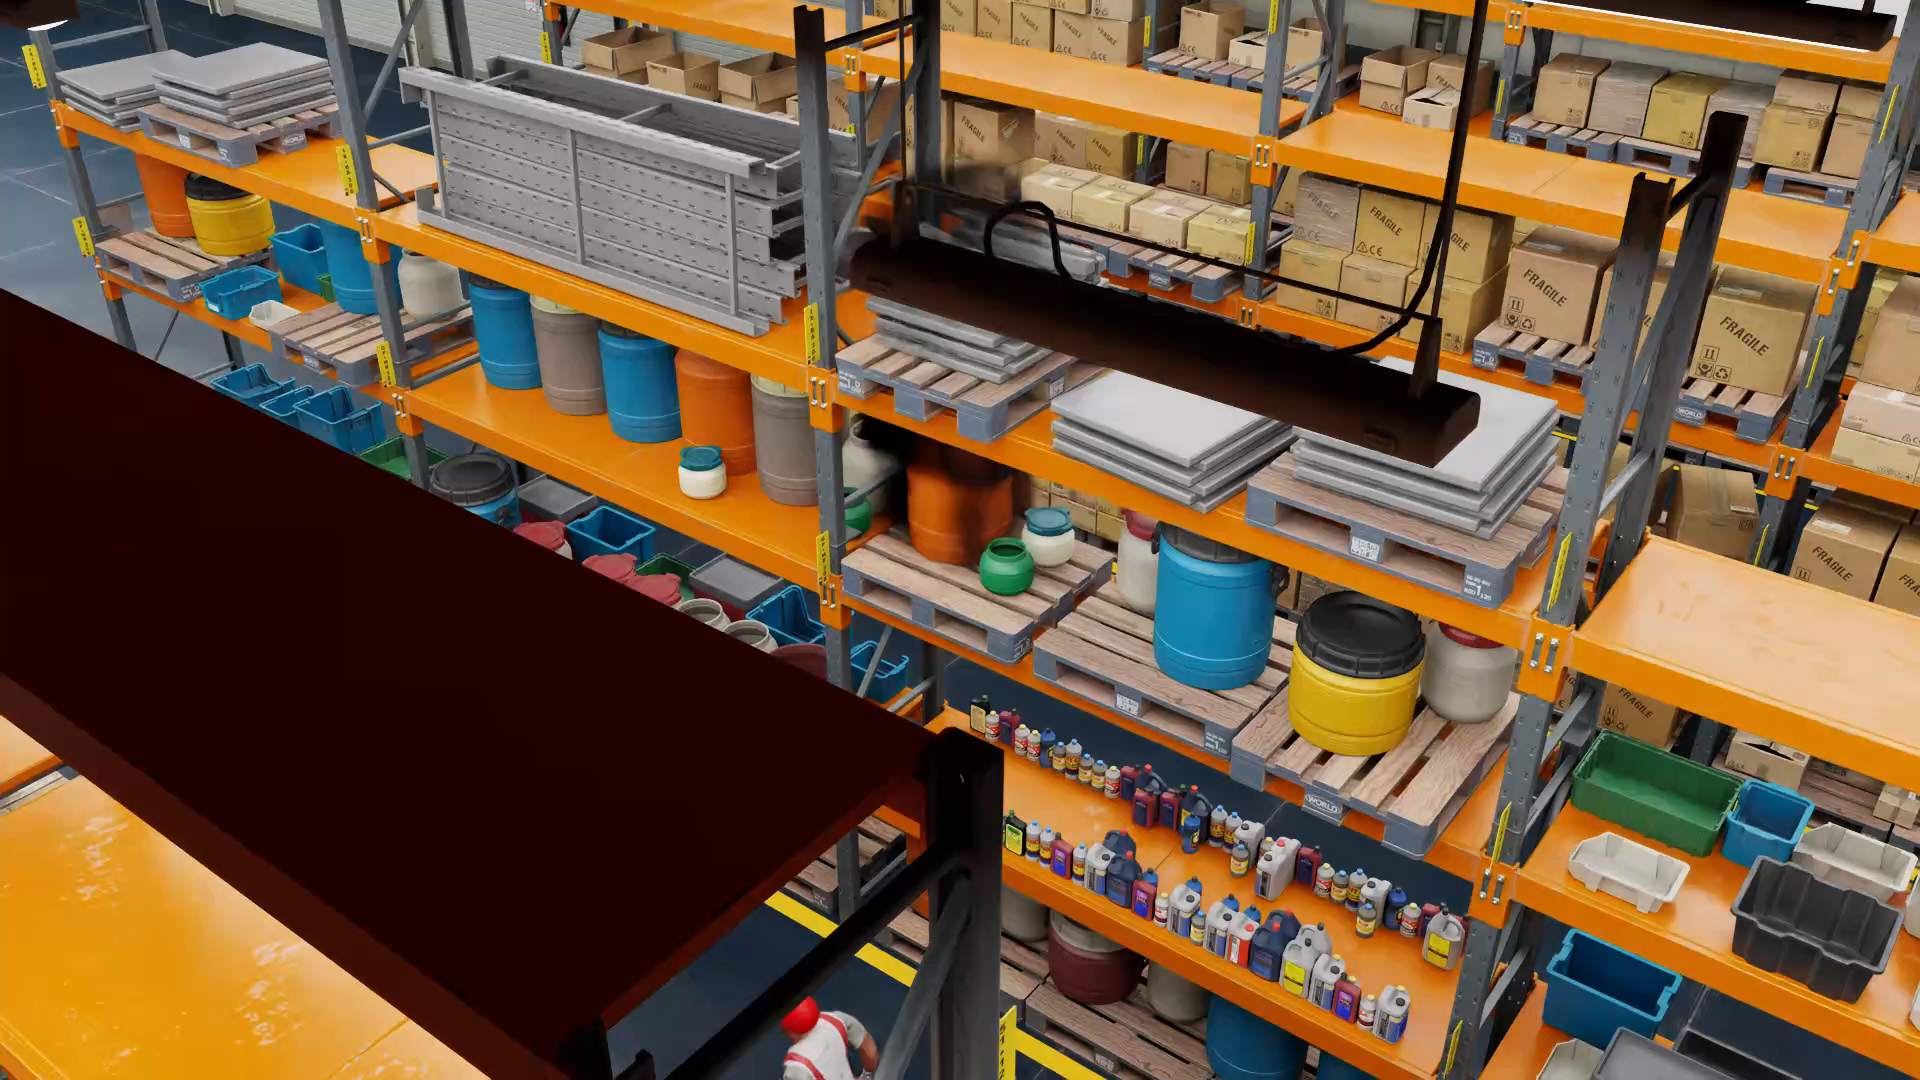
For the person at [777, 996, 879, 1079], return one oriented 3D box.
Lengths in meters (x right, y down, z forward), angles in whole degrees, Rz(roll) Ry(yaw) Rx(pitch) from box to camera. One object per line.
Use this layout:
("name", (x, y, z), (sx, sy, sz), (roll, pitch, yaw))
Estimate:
("person", (-0.646, 3.031, 8.681), (0.693, 1.717, 0.655), (10, 33, 16))
